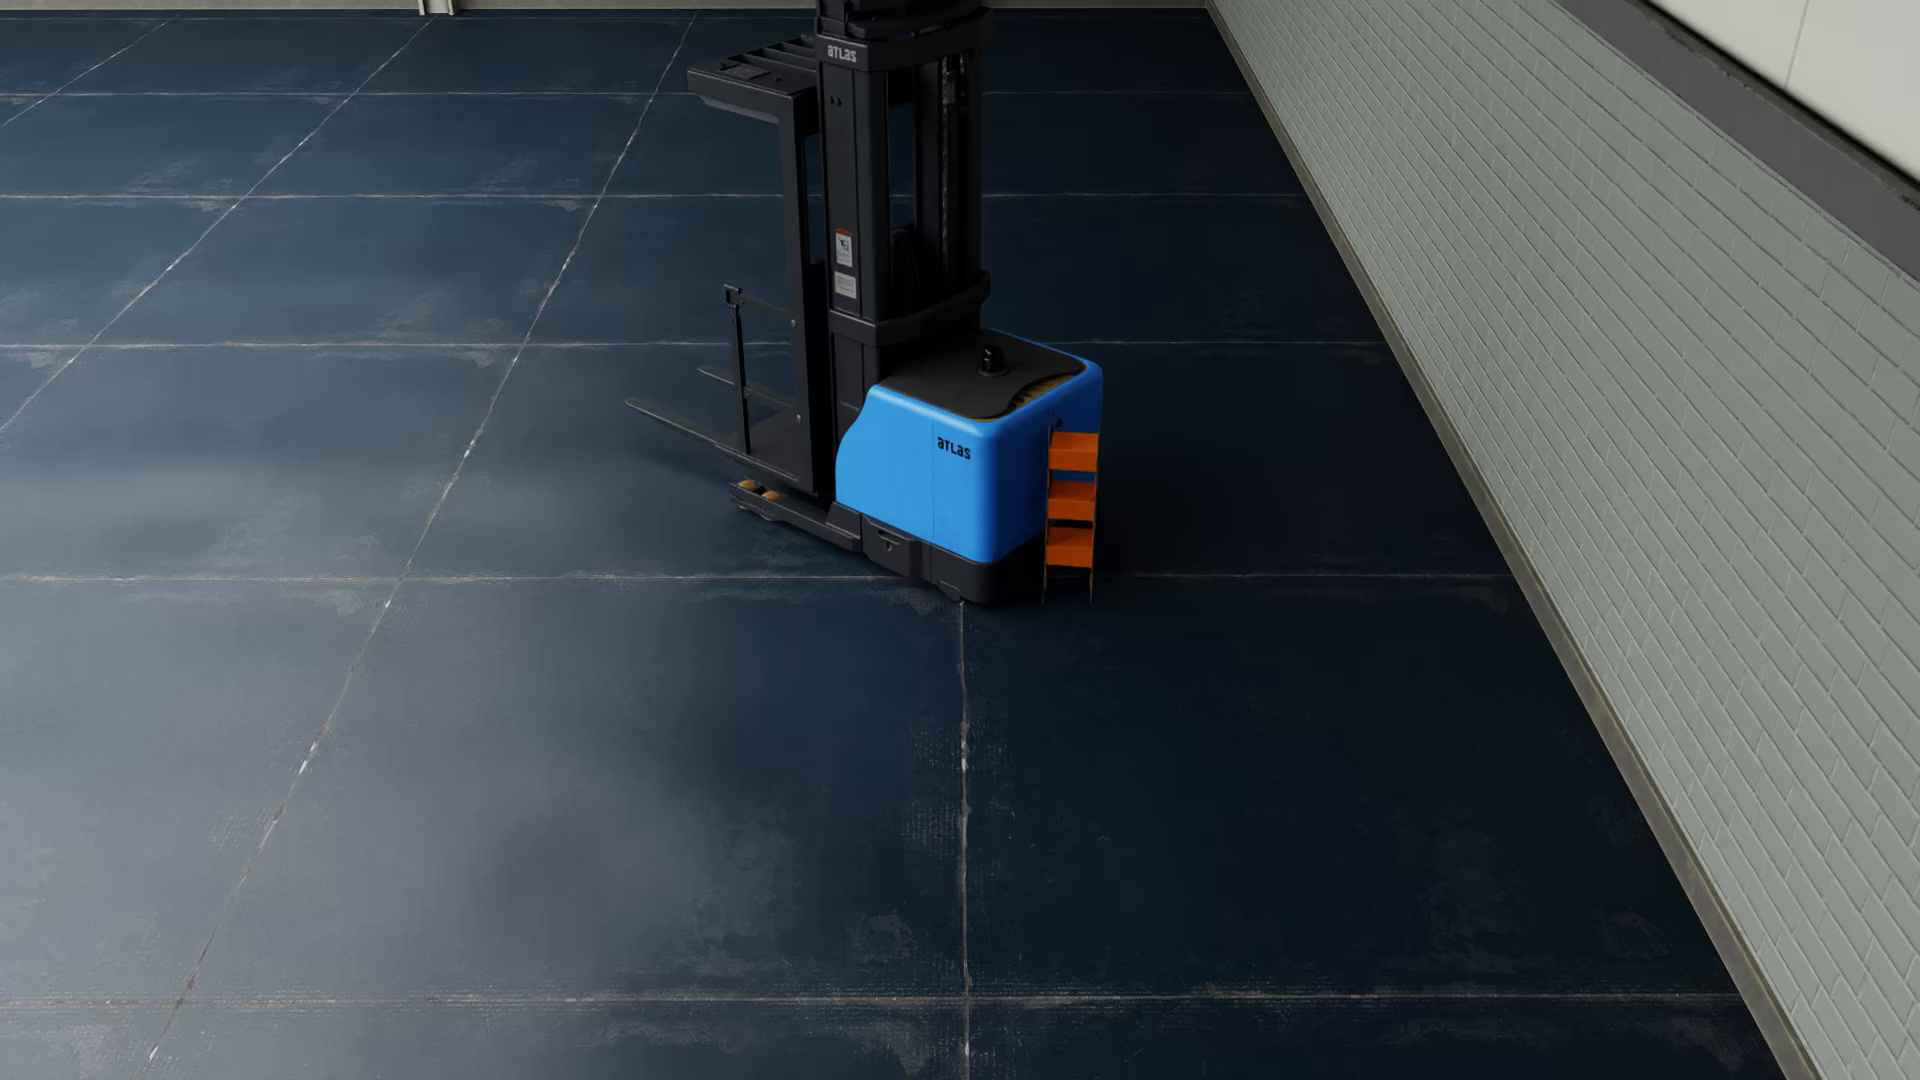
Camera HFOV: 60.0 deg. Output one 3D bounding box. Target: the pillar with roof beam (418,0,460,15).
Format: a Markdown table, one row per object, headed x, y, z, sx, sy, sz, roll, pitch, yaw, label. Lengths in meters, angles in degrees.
| x | y | z | sx | sy | sz | roll | pitch | yaw | label |
| --- | --- | --- | --- | --- | --- | --- | --- | --- | --- |
| -6.043 | -7.787 | 13.409 | 0.400 | 9.000 | 9.100 | 0 | 31 | 0 | pillar with roof beam |

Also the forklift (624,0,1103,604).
| x | y | z | sx | sy | sz | roll | pitch | yaw | label |
| --- | --- | --- | --- | --- | --- | --- | --- | --- | --- |
| -0.691 | -1.550 | 8.979 | 3.031 | 2.935 | 1.130 | 23 | 38 | 33 | forklift |

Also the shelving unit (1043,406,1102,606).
| x | y | z | sx | sy | sz | roll | pitch | yaw | label |
| --- | --- | --- | --- | --- | --- | --- | --- | --- | --- |
| 0.573 | -0.163 | 8.507 | 0.252 | 1.050 | 0.215 | 4 | 31 | 6 | shelving unit |

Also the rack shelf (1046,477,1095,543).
| x | y | z | sx | sy | sz | roll | pitch | yaw | label |
| --- | --- | --- | --- | --- | --- | --- | --- | --- | --- |
| 0.573 | -0.154 | 8.512 | 0.240 | 0.259 | 0.215 | 4 | 31 | 6 | rack shelf |

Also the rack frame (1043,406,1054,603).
| x | y | z | sx | sy | sz | roll | pitch | yaw | label |
| --- | --- | --- | --- | --- | --- | --- | --- | --- | --- |
| 0.452 | -0.172 | 8.521 | 0.008 | 1.050 | 0.200 | 4 | 31 | 6 | rack frame |

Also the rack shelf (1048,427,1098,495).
| x | y | z | sx | sy | sz | roll | pitch | yaw | label |
| --- | --- | --- | --- | --- | --- | --- | --- | --- | --- |
| 0.573 | -0.397 | 8.365 | 0.240 | 0.259 | 0.215 | 4 | 31 | 6 | rack shelf |

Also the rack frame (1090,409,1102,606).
| x | y | z | sx | sy | sz | roll | pitch | yaw | label |
| --- | --- | --- | --- | --- | --- | --- | --- | --- | --- |
| 0.694 | -0.155 | 8.493 | 0.008 | 1.050 | 0.200 | 4 | 31 | 6 | rack frame |

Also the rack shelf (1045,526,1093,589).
| x | y | z | sx | sy | sz | roll | pitch | yaw | label |
| --- | --- | --- | --- | --- | --- | --- | --- | --- | --- |
| 0.573 | 0.084 | 8.656 | 0.240 | 0.259 | 0.215 | 4 | 31 | 6 | rack shelf |
